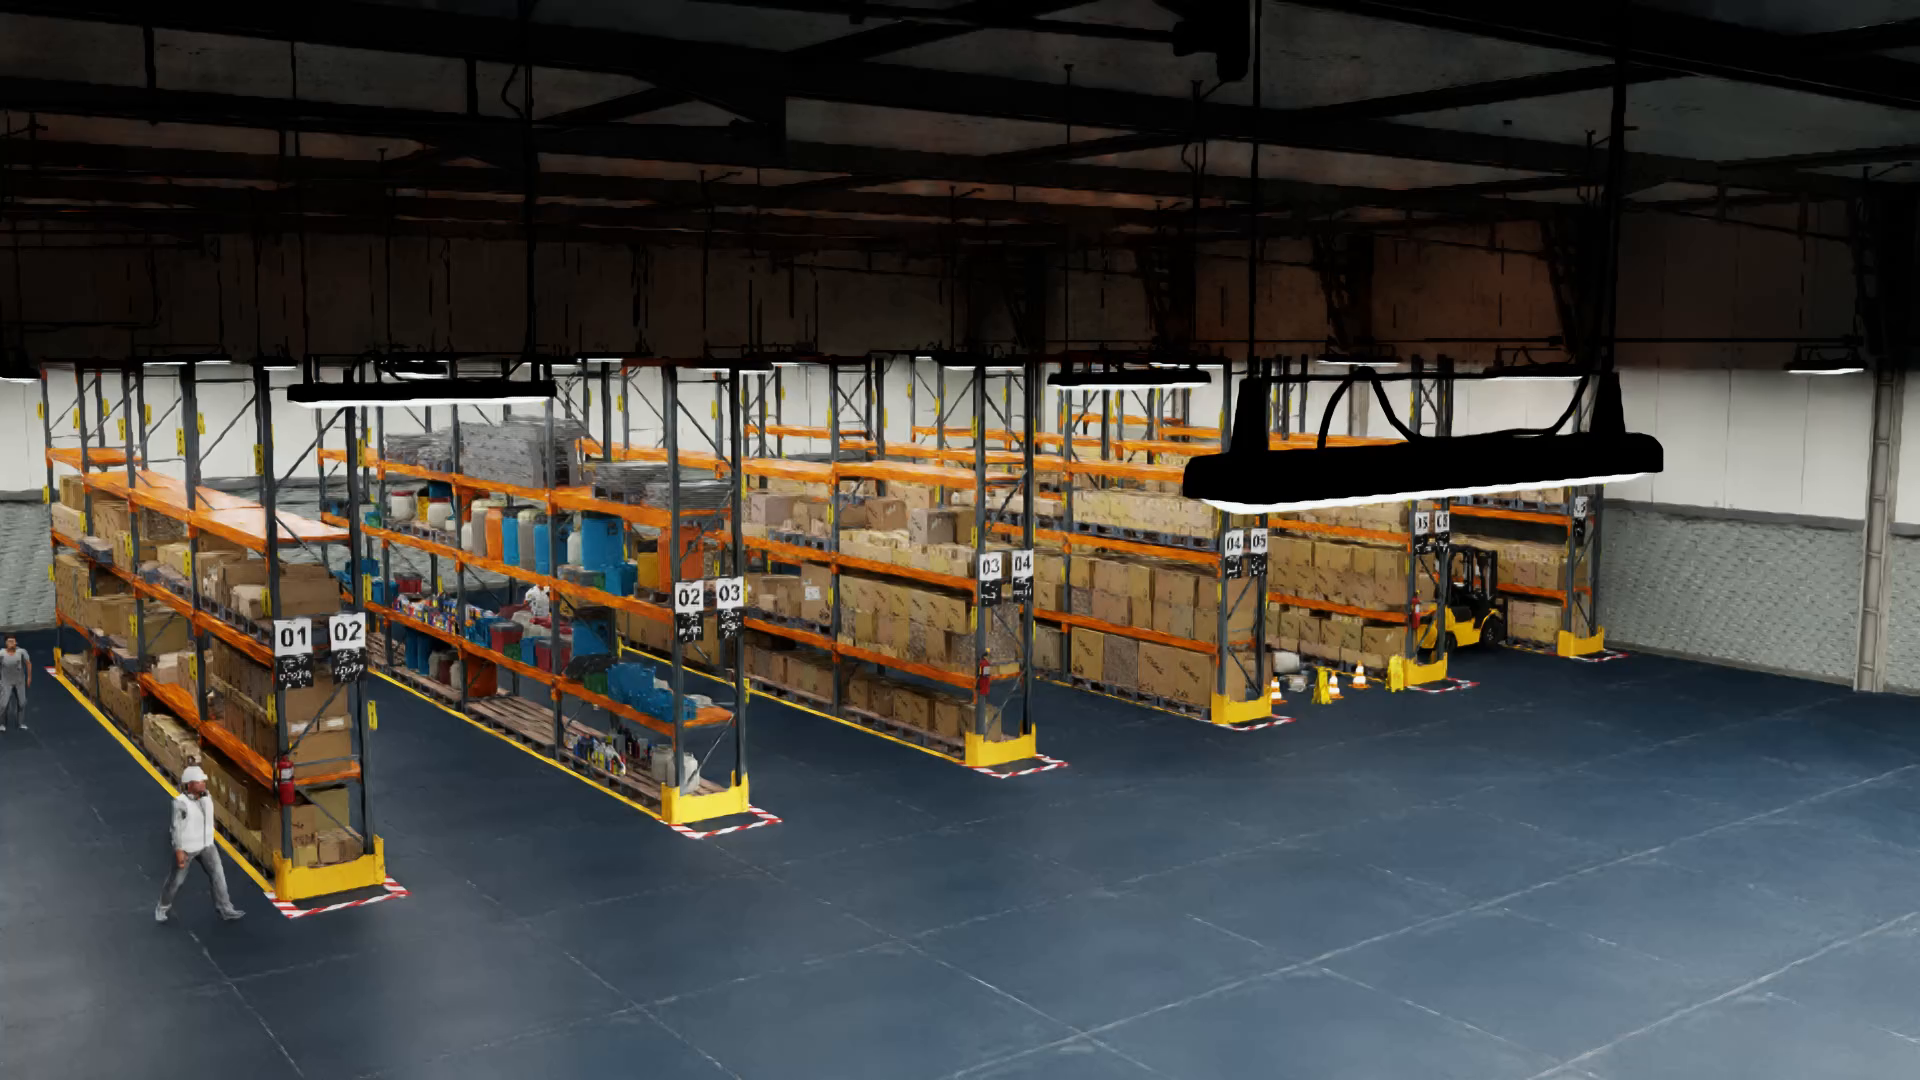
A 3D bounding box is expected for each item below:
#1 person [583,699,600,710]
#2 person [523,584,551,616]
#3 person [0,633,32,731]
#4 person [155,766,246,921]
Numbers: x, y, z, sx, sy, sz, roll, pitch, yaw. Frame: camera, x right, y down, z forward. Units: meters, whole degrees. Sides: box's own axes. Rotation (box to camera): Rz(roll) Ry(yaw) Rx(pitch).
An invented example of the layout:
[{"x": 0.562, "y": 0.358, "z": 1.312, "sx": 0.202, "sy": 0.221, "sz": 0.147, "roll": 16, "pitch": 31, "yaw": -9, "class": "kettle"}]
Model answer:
[{"x": -6.370, "y": 2.120, "z": 28.738, "sx": 0.415, "sy": 1.517, "sz": 1.041, "roll": -6, "pitch": 9, "yaw": -39, "class": "person"}, {"x": -8.509, "y": 1.504, "z": 33.663, "sx": 0.625, "sy": 1.611, "sz": 0.582, "roll": -5, "pitch": 9, "yaw": -39, "class": "person"}, {"x": -15.385, "y": 2.301, "z": 26.986, "sx": 0.580, "sy": 1.617, "sz": 0.503, "roll": -5, "pitch": 9, "yaw": -38, "class": "person"}, {"x": -8.329, "y": 3.307, "z": 18.049, "sx": 0.933, "sy": 1.747, "sz": 0.583, "roll": 4, "pitch": 8, "yaw": 27, "class": "person"}]
